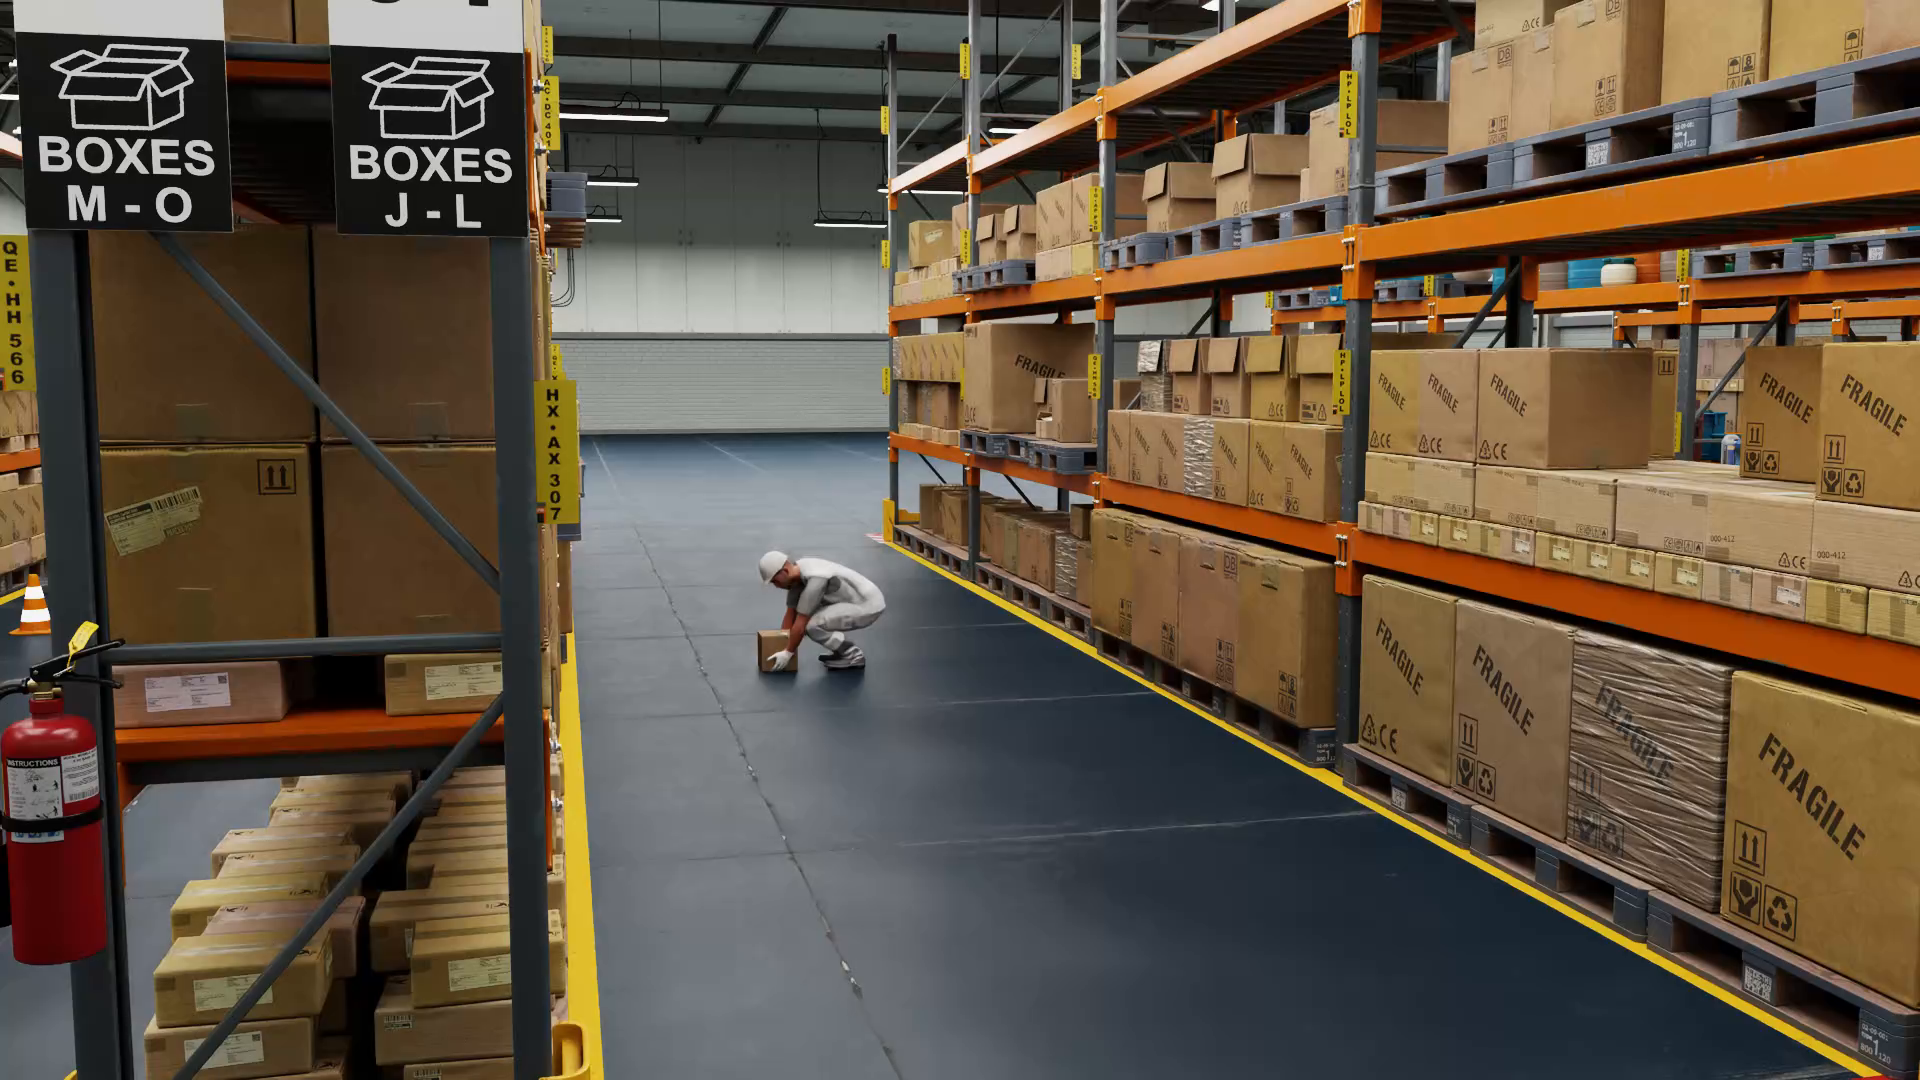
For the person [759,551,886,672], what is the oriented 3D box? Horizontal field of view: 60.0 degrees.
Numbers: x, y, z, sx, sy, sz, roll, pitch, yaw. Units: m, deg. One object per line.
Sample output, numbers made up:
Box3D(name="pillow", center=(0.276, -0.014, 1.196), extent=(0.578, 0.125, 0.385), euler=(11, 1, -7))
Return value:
Box3D(name="person", center=(-0.975, 0.498, 11.752), extent=(0.895, 0.880, 0.555), euler=(-1, 6, -14))
